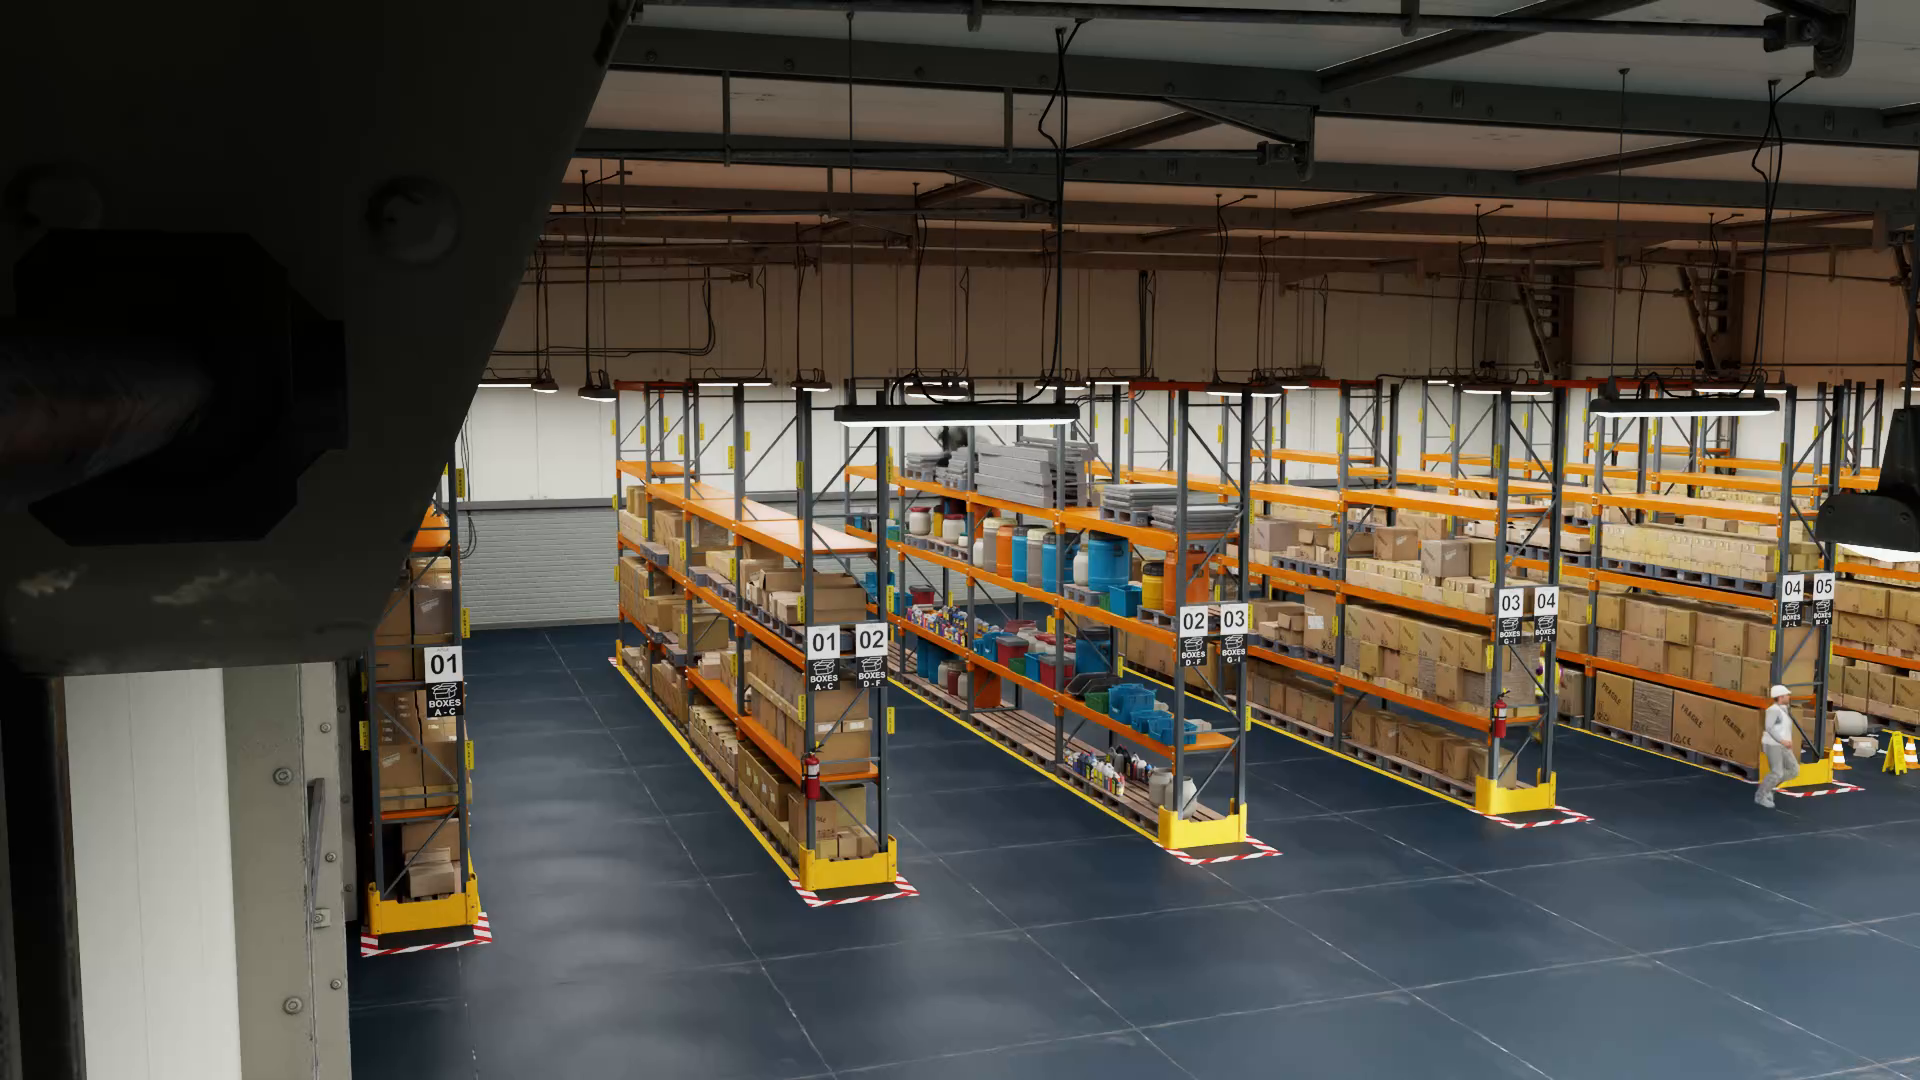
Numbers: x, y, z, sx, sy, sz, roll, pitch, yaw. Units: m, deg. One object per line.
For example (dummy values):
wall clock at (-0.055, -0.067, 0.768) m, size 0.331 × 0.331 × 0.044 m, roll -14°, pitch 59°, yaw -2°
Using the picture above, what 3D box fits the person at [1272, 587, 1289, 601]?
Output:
person at (7.954, 1.099, 41.236) m, size 0.683 × 1.713 × 0.695 m, roll 3°, pitch 7°, yaw 29°

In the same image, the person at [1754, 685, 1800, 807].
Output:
person at (11.824, 2.953, 23.953) m, size 0.529 × 1.721 × 0.714 m, roll 6°, pitch 8°, yaw 43°

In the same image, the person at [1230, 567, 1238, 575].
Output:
person at (6.969, 1.110, 41.333) m, size 0.567 × 1.727 × 0.692 m, roll -4°, pitch 7°, yaw -31°

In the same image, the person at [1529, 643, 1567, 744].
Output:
person at (9.758, 2.563, 27.577) m, size 0.712 × 1.728 × 0.599 m, roll -3°, pitch 7°, yaw -26°
